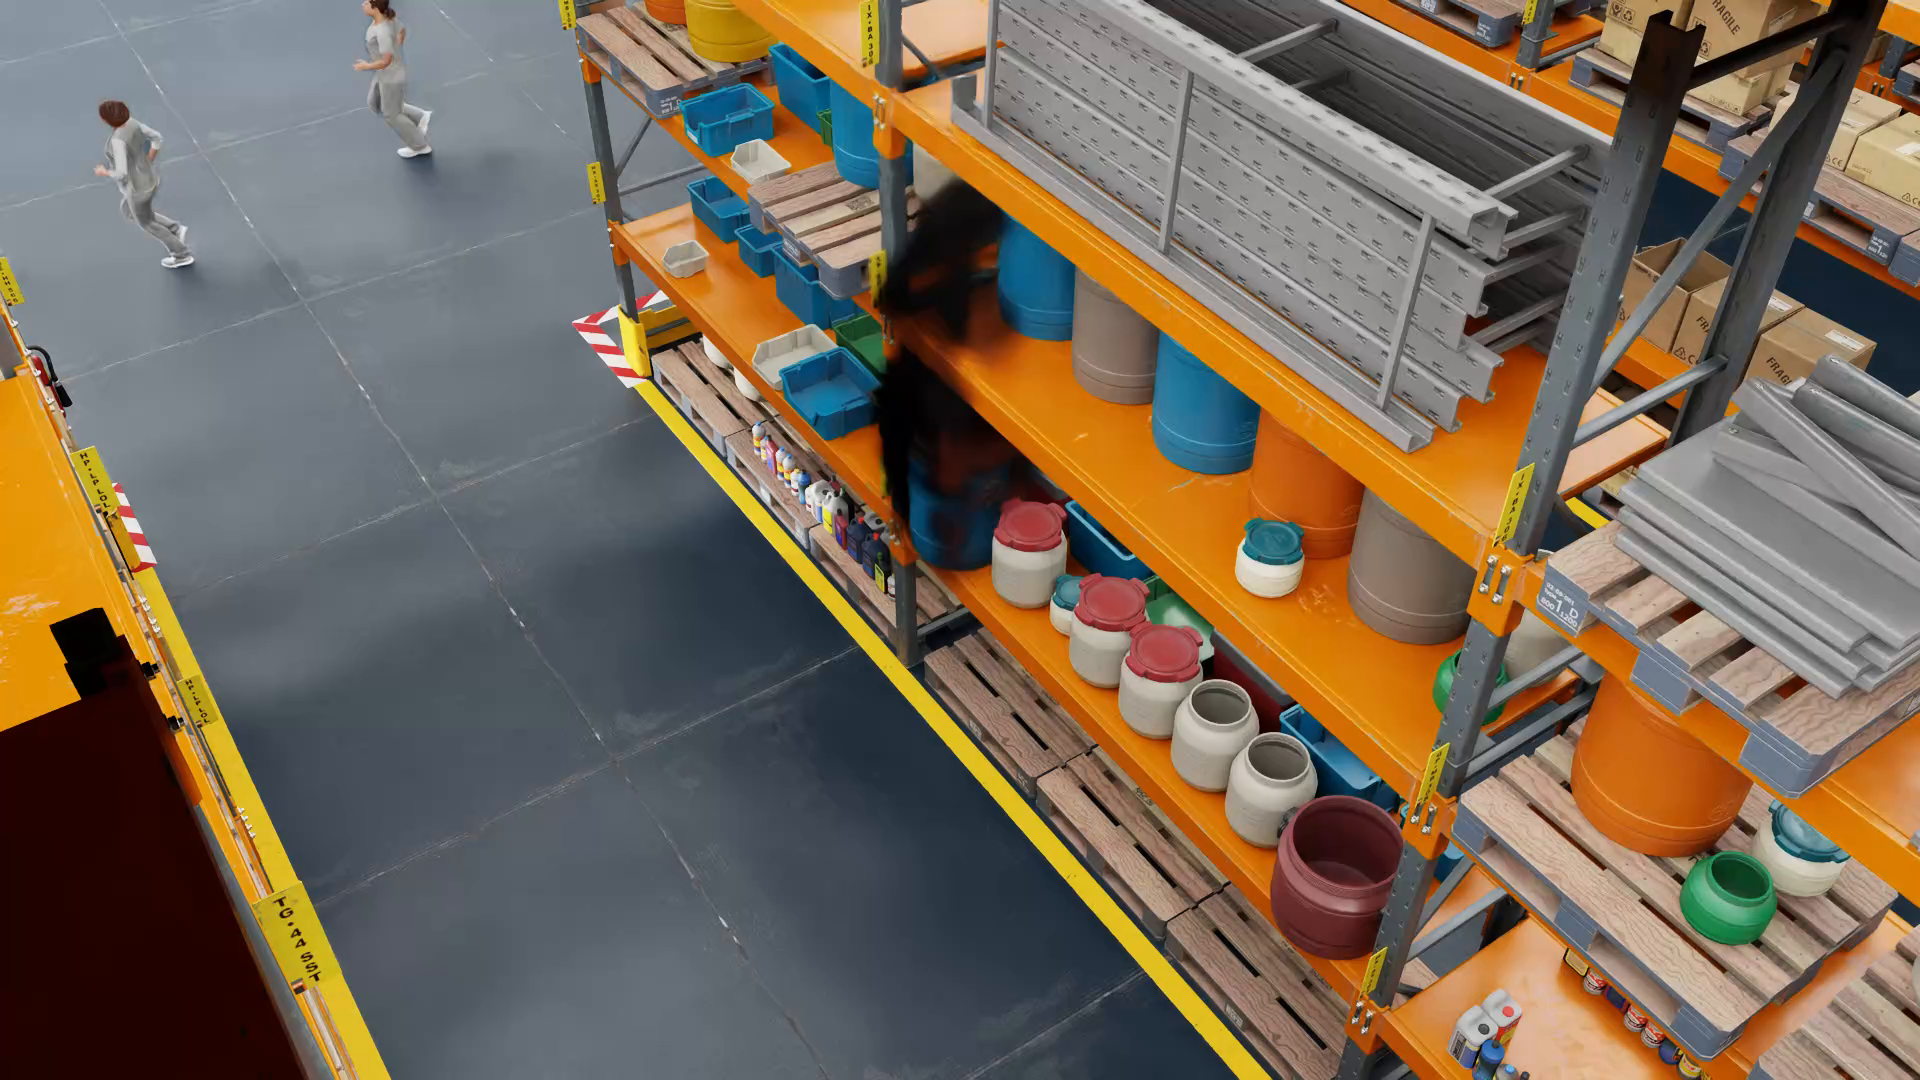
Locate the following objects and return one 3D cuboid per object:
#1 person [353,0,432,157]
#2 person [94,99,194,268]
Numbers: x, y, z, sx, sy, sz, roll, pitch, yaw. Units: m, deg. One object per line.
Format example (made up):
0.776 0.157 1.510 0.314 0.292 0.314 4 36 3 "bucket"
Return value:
-5.216 -4.245 15.172 0.557 1.627 0.559 -9 43 -10 "person"
-6.857 -2.954 13.822 0.544 1.560 0.528 -2 43 -2 "person"
